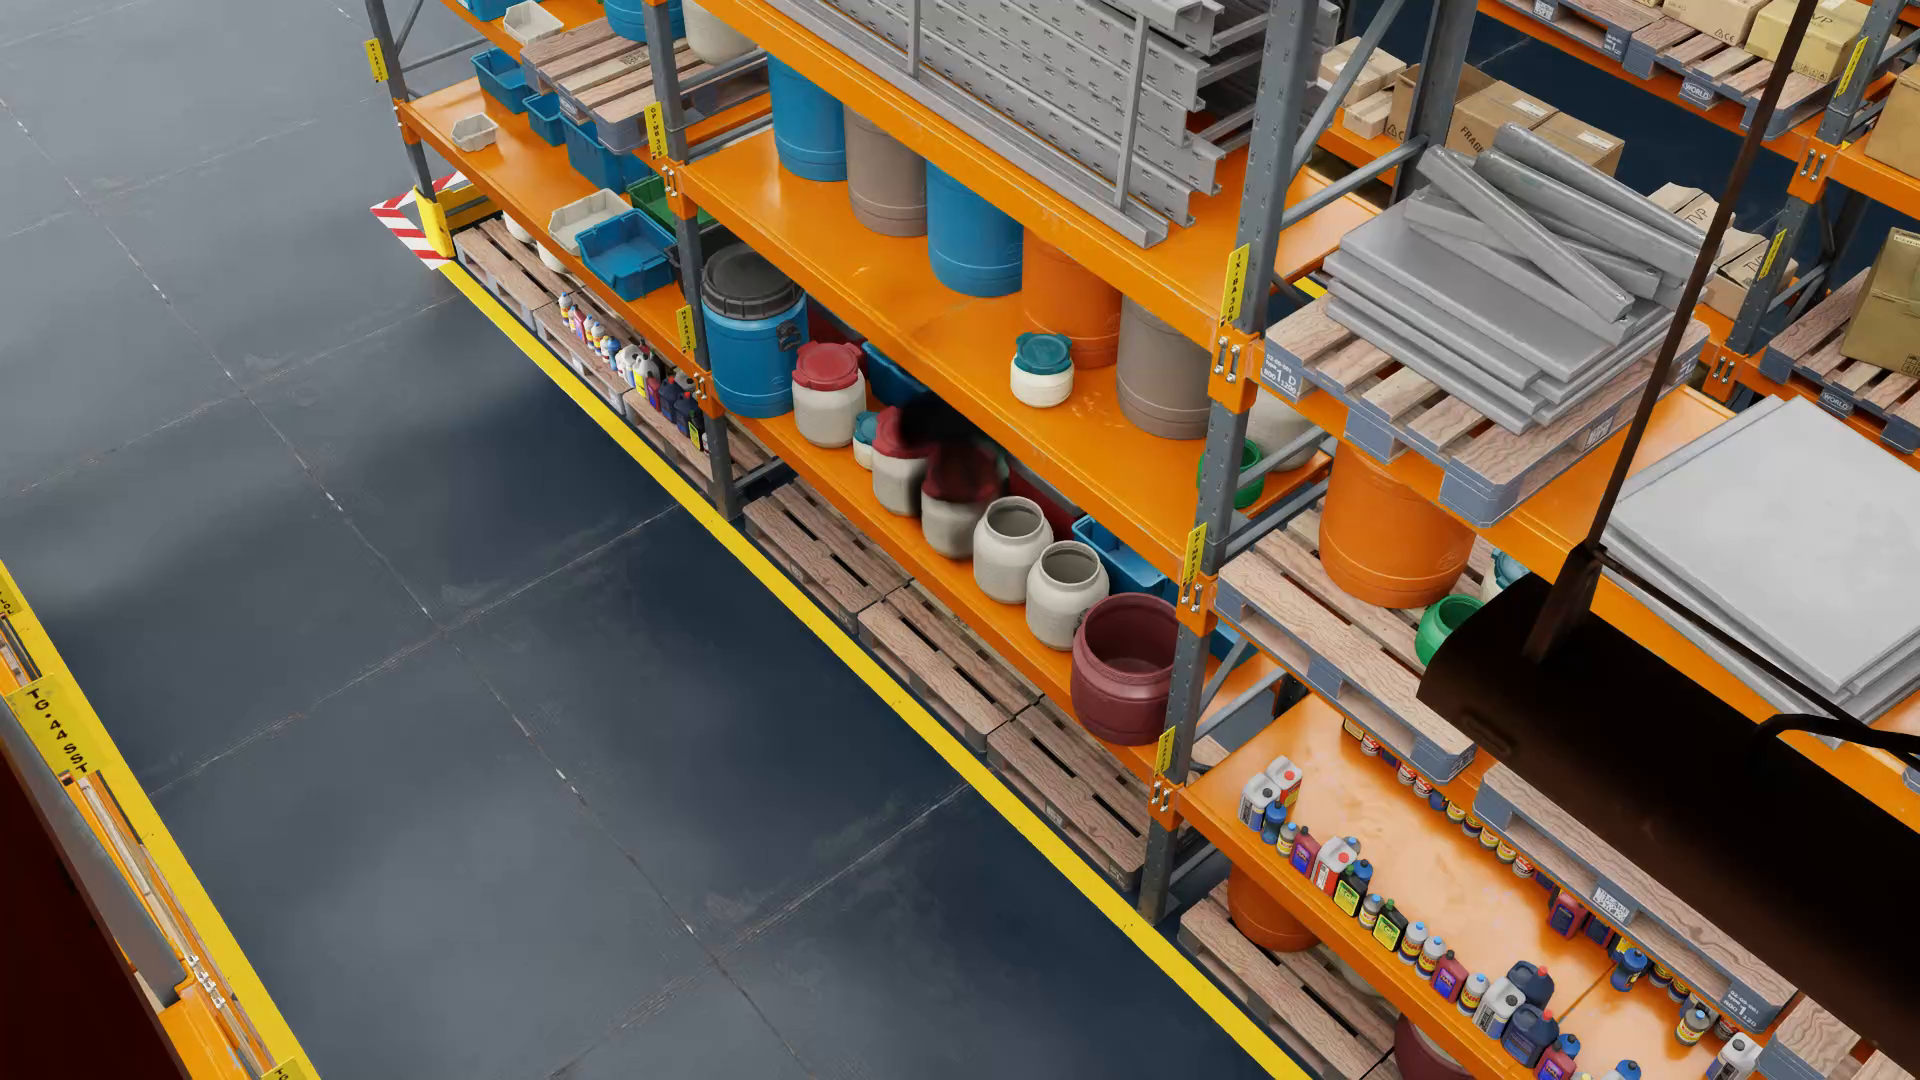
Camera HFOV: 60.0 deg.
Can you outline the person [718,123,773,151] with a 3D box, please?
[{"bbox_3d":[-1.643,-2.984,12.598,0.670,1.751,0.638,35,56,29],"label":"person"}]
